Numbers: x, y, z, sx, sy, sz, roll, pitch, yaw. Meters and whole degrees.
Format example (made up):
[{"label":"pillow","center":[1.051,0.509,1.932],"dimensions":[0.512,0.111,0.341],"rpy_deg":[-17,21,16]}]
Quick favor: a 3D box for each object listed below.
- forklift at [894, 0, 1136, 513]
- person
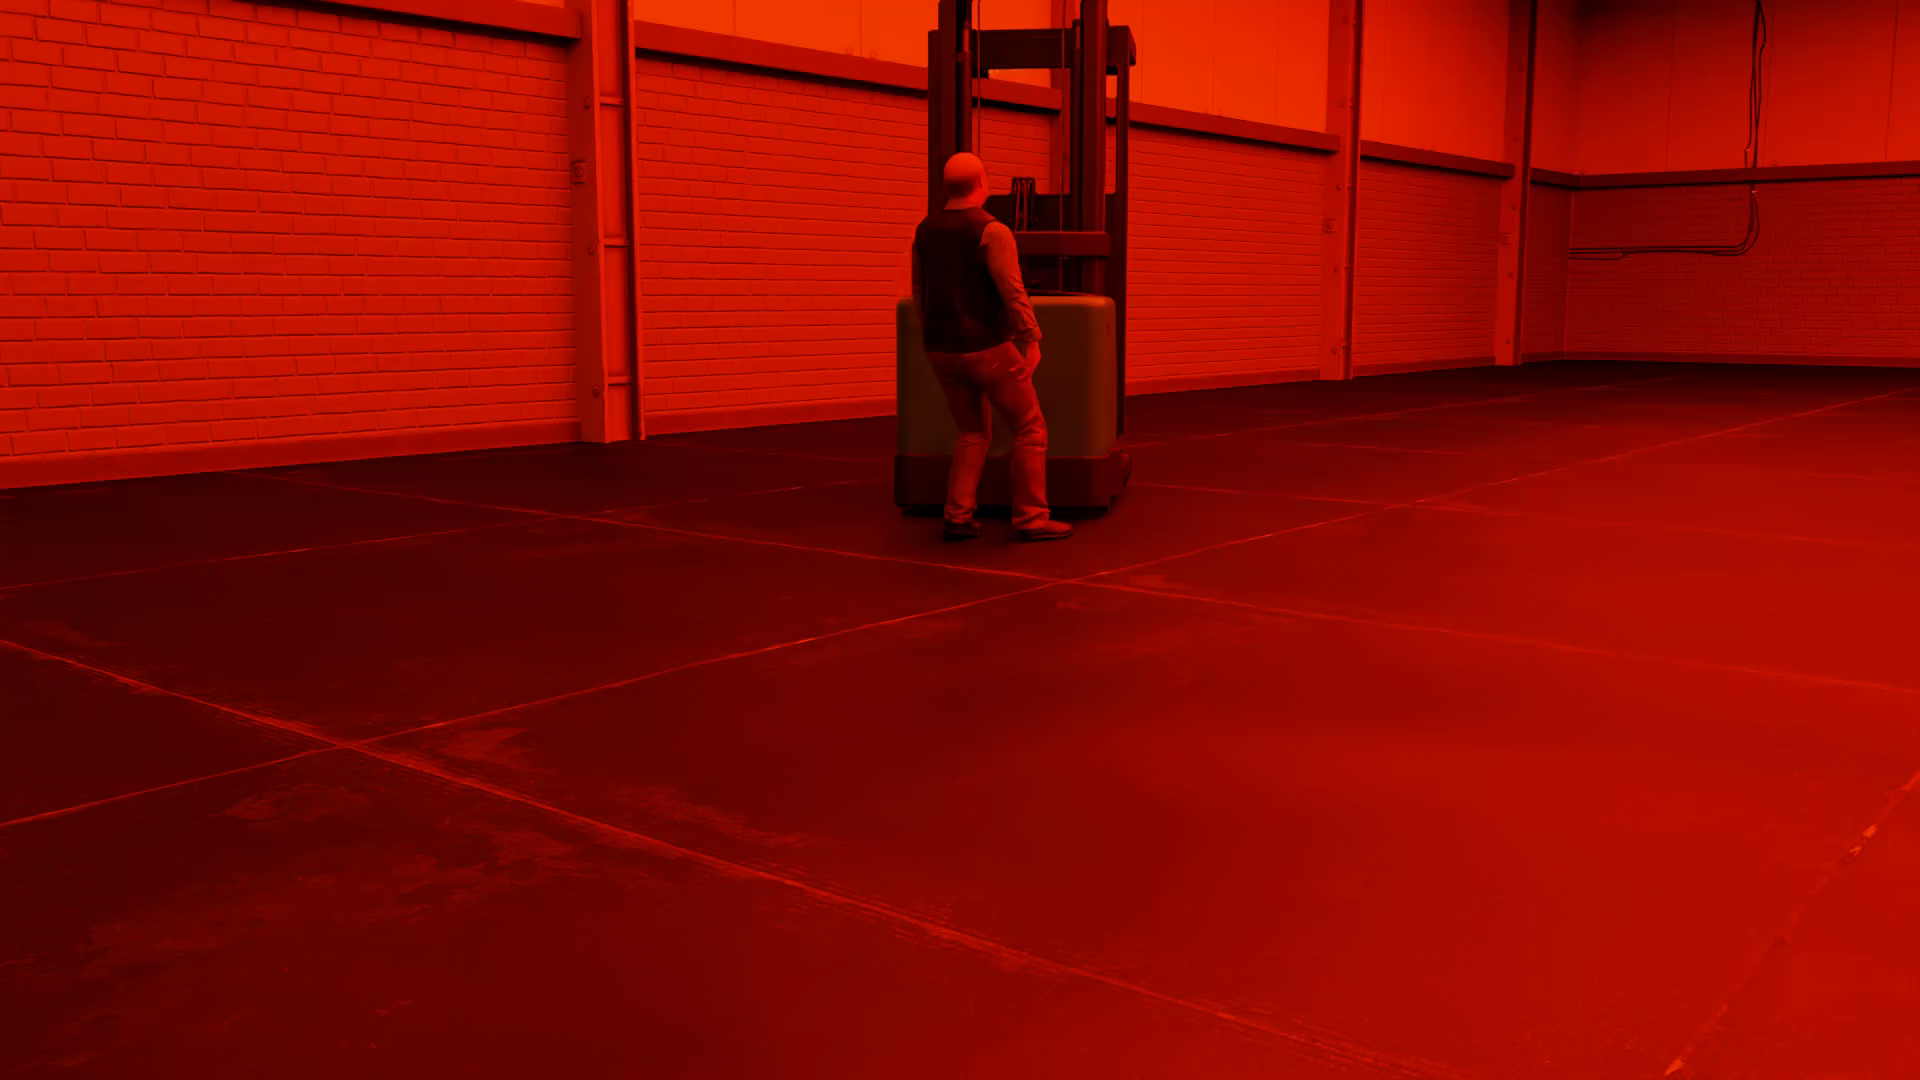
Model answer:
[{"label":"forklift","center":[0.407,-1.762,9.322],"dimensions":[1.130,2.935,3.031],"rpy_deg":[1,8,9]},{"label":"person","center":[0.127,-0.844,7.402],"dimensions":[0.577,1.705,0.670],"rpy_deg":[-8,12,-44]}]
